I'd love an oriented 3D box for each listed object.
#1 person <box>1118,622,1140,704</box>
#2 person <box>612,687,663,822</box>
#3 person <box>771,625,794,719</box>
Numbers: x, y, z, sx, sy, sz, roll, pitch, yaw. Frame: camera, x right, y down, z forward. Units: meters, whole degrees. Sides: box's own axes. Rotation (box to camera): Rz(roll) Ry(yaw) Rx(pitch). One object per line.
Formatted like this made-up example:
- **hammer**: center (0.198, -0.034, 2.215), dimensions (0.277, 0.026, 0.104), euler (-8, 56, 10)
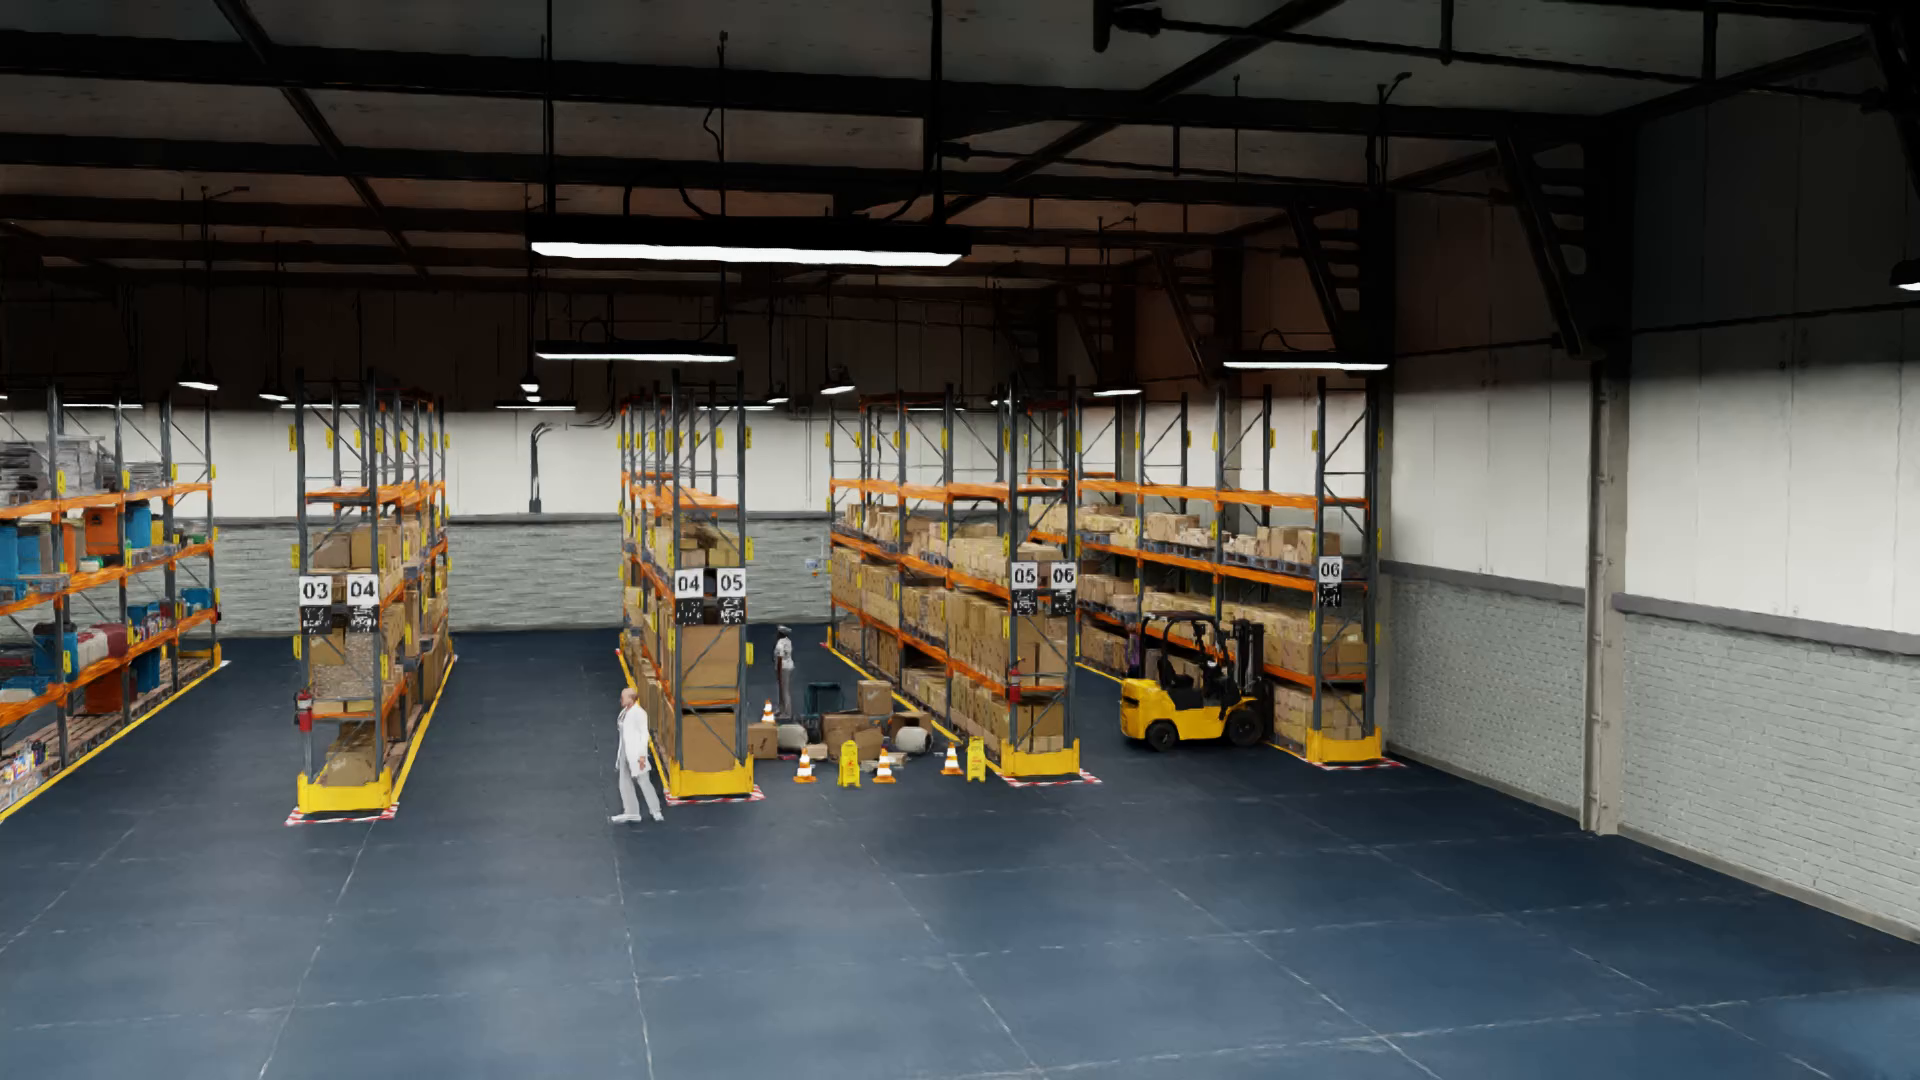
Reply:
- **person**: center (3.221, 2.329, 31.234), dimensions (0.532, 1.588, 0.535), euler (1, 3, 12)
- **person**: center (-4.248, 2.817, 21.899), dimensions (0.595, 1.772, 0.693), euler (-3, 5, -43)
- **person**: center (-3.219, 2.368, 29.964), dimensions (0.468, 1.677, 0.497), euler (1, 4, 16)
